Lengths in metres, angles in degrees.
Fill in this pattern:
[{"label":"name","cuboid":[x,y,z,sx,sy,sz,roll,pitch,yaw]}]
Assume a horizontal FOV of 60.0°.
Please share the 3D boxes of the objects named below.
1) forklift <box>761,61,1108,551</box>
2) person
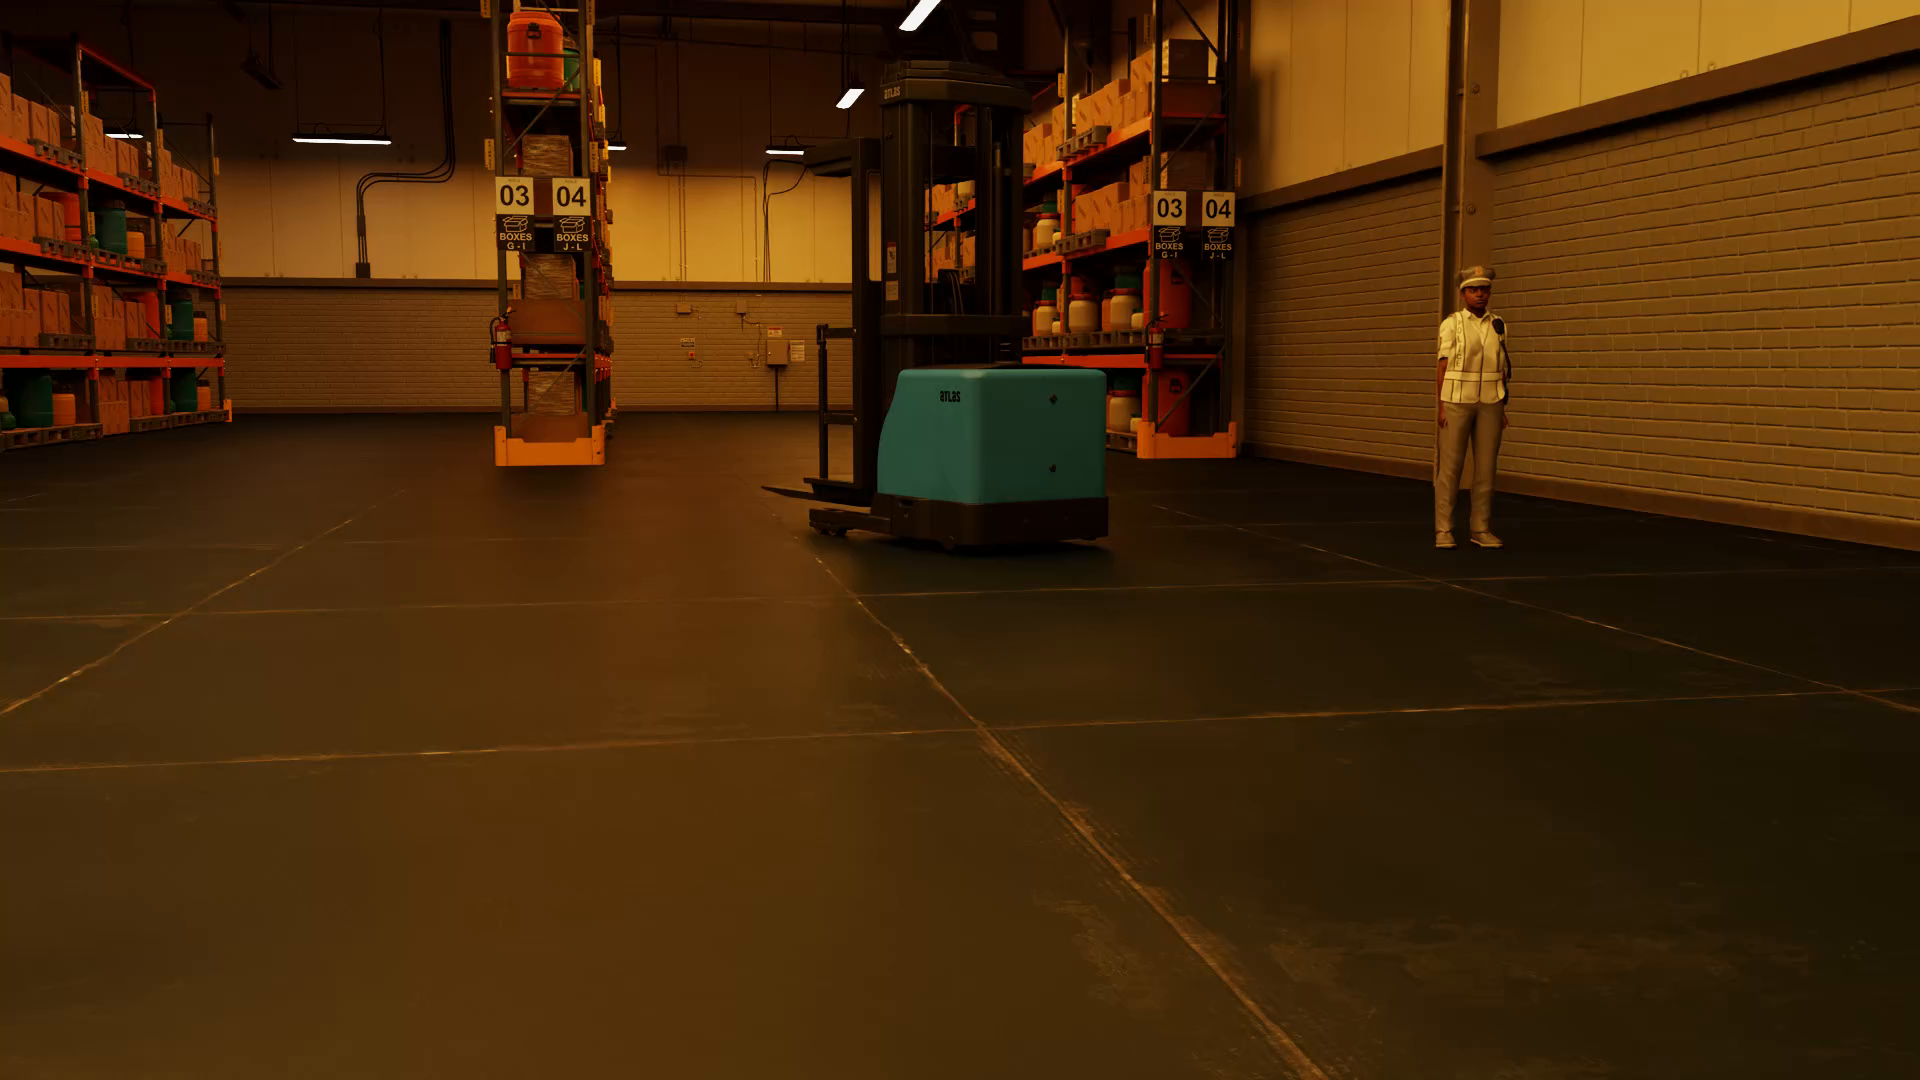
[{"label":"forklift","cuboid":[-0.335,-1.511,10.853,1.130,2.935,3.031,-4,7,-33]},{"label":"person","cuboid":[3.094,-0.801,10.051,0.445,1.695,0.353,0,6,-3]}]
